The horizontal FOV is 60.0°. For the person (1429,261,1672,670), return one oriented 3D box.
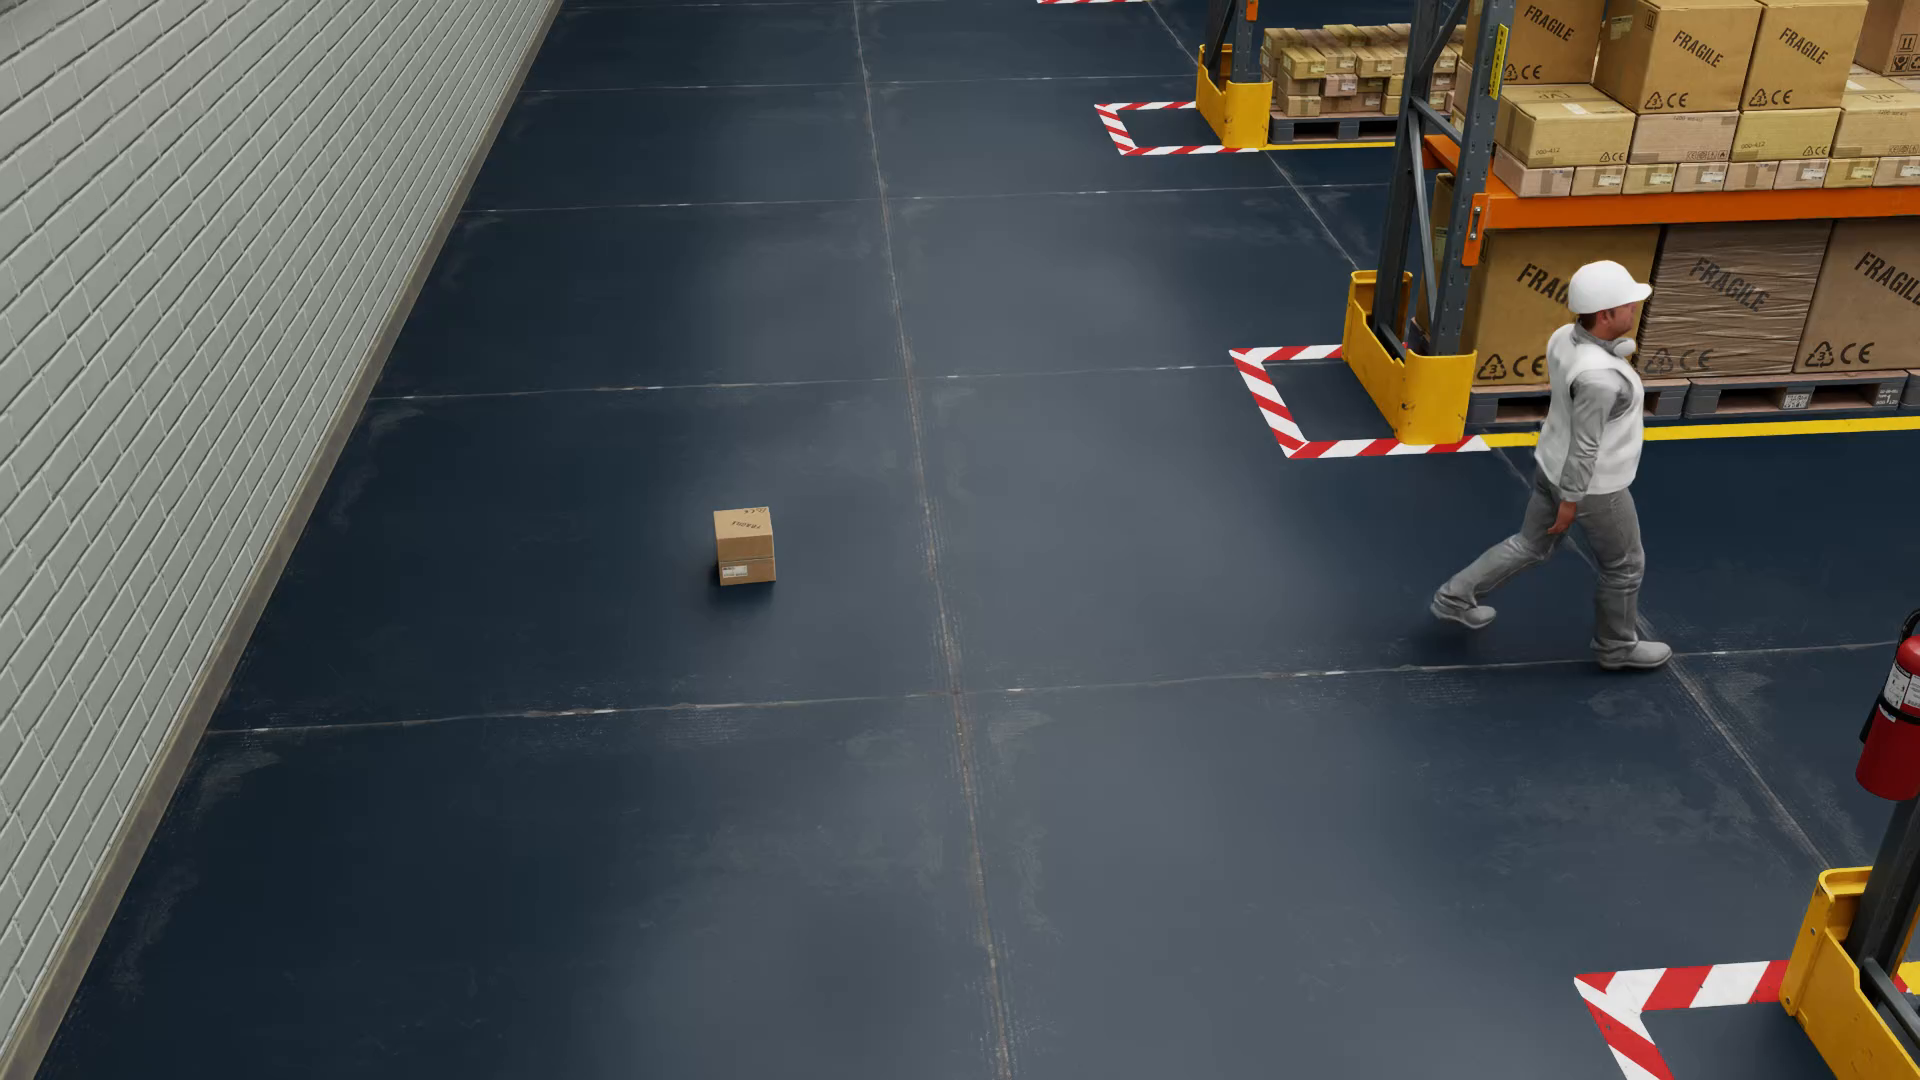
[{"bbox_3d":[2.470,-0.282,6.581,0.970,1.736,0.538,0,31,0],"label":"person"}]
